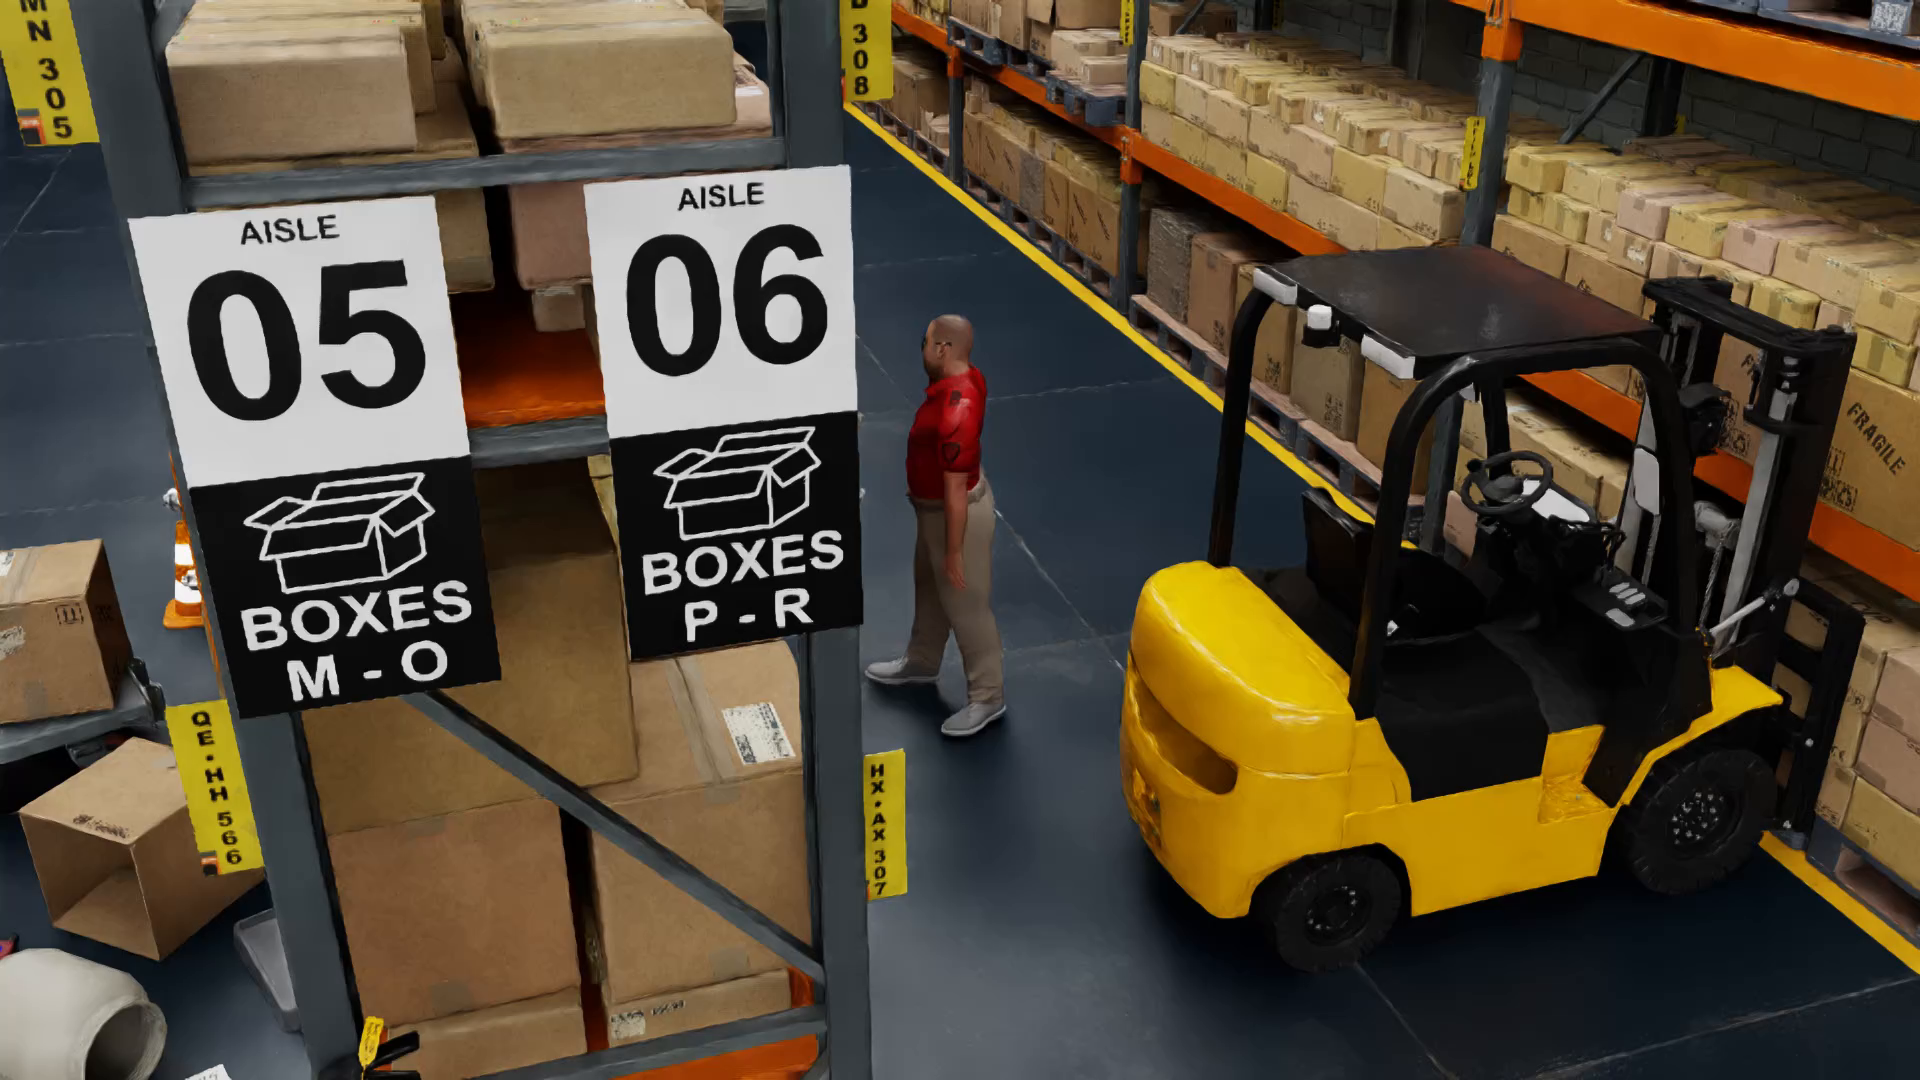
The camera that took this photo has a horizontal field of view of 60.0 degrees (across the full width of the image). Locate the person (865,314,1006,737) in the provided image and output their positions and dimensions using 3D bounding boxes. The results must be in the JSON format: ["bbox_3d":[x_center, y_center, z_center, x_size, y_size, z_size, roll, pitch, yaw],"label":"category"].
[{"bbox_3d":[-0.108,-0.099,6.787,0.607,1.725,0.733,0,26,0],"label":"person"}]
